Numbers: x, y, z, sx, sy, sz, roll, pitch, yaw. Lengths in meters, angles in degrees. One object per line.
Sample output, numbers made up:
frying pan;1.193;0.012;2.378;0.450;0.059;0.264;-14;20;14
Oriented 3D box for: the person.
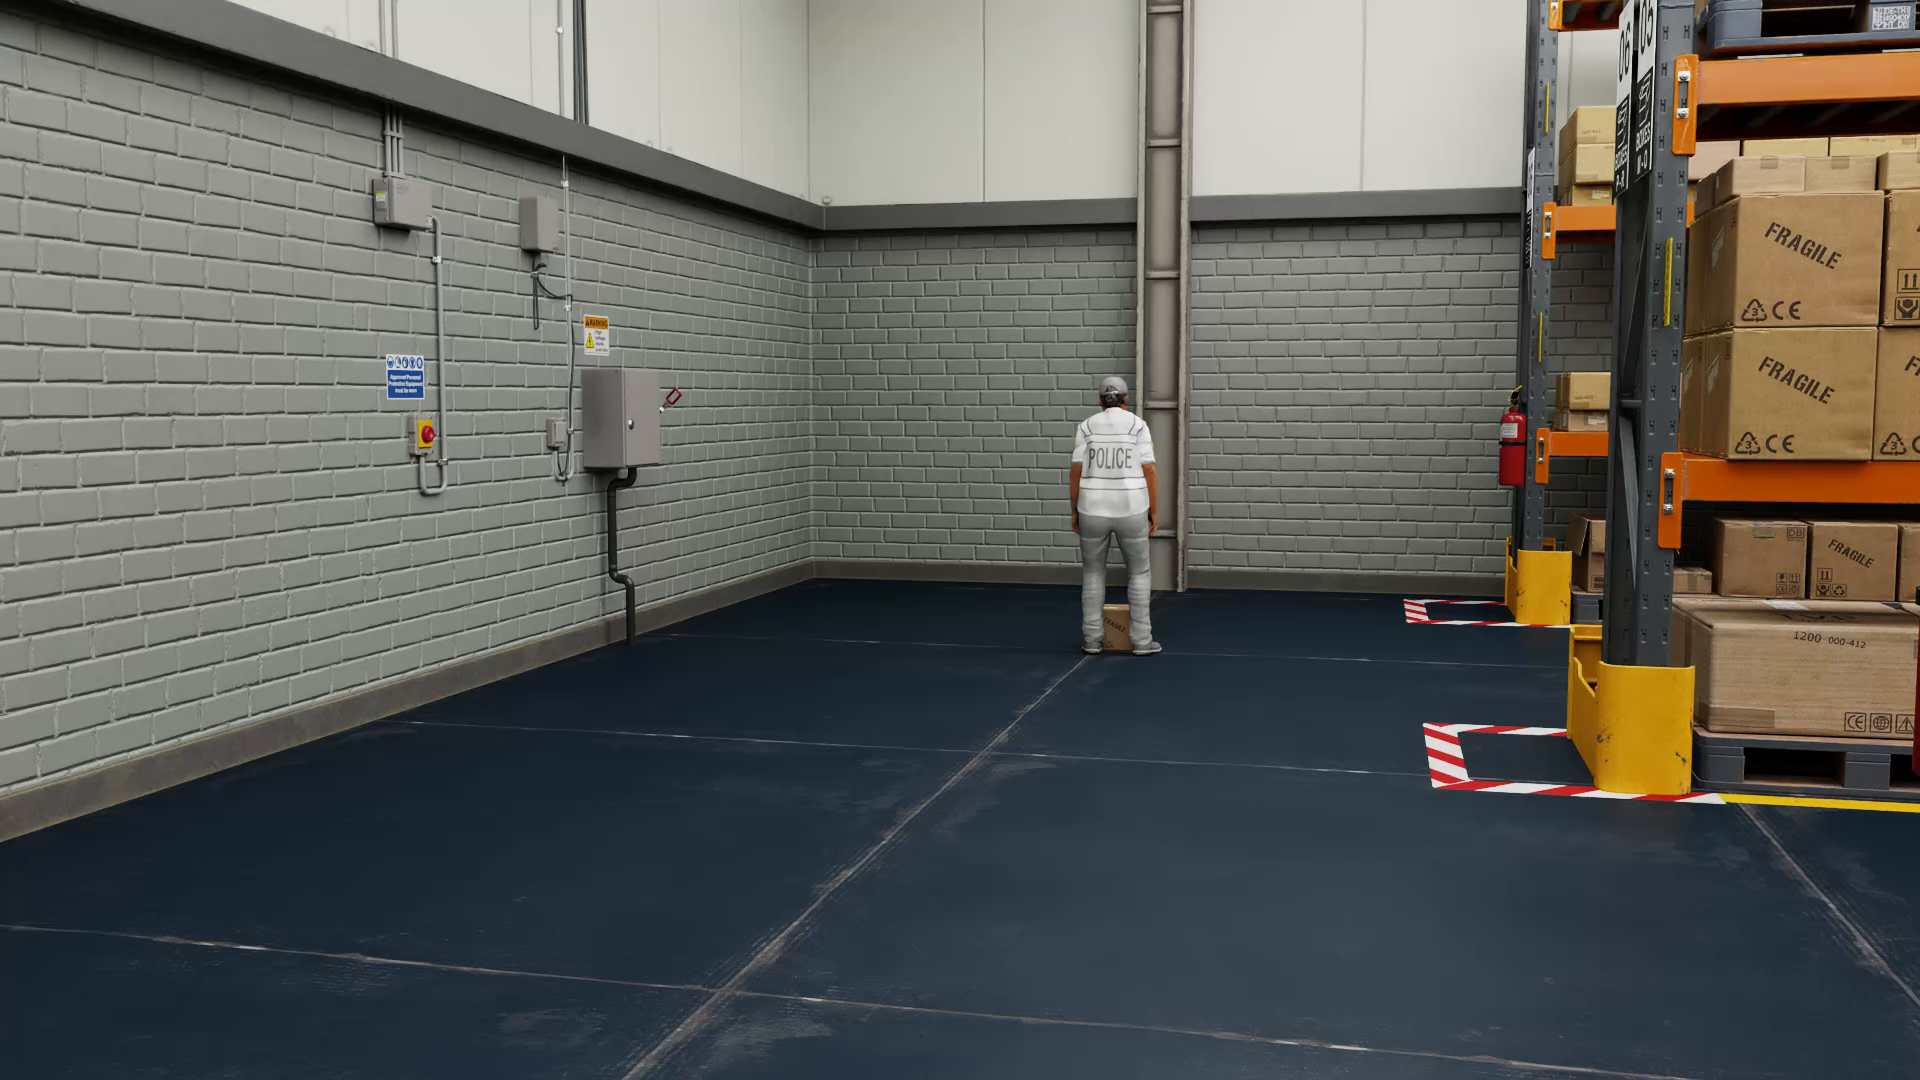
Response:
person;0.935;-0.150;9.973;0.547;1.666;0.473;1;5;13
